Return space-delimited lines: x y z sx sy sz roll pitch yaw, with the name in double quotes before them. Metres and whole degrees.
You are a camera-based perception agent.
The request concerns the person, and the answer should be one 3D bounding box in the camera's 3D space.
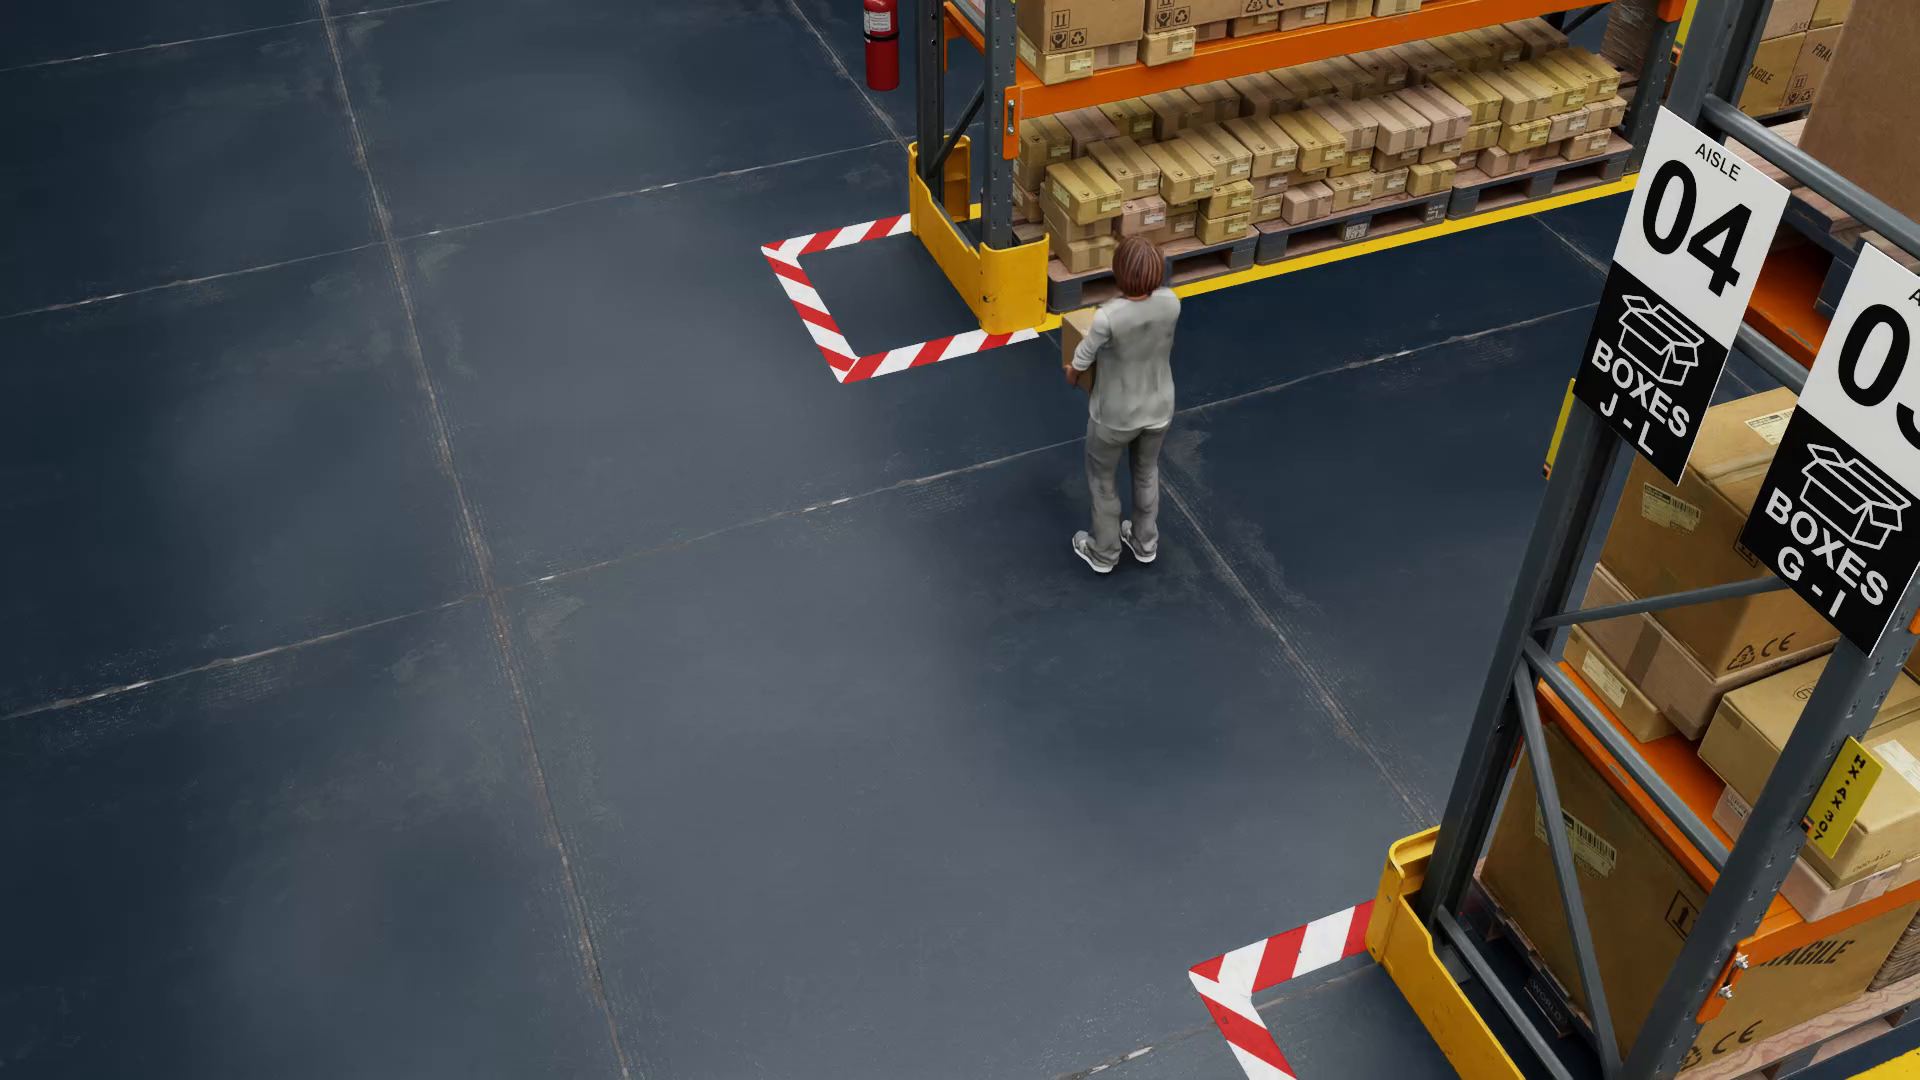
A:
"person" 0.651 -0.573 6.800 0.375 1.599 0.505 -16 45 -17
